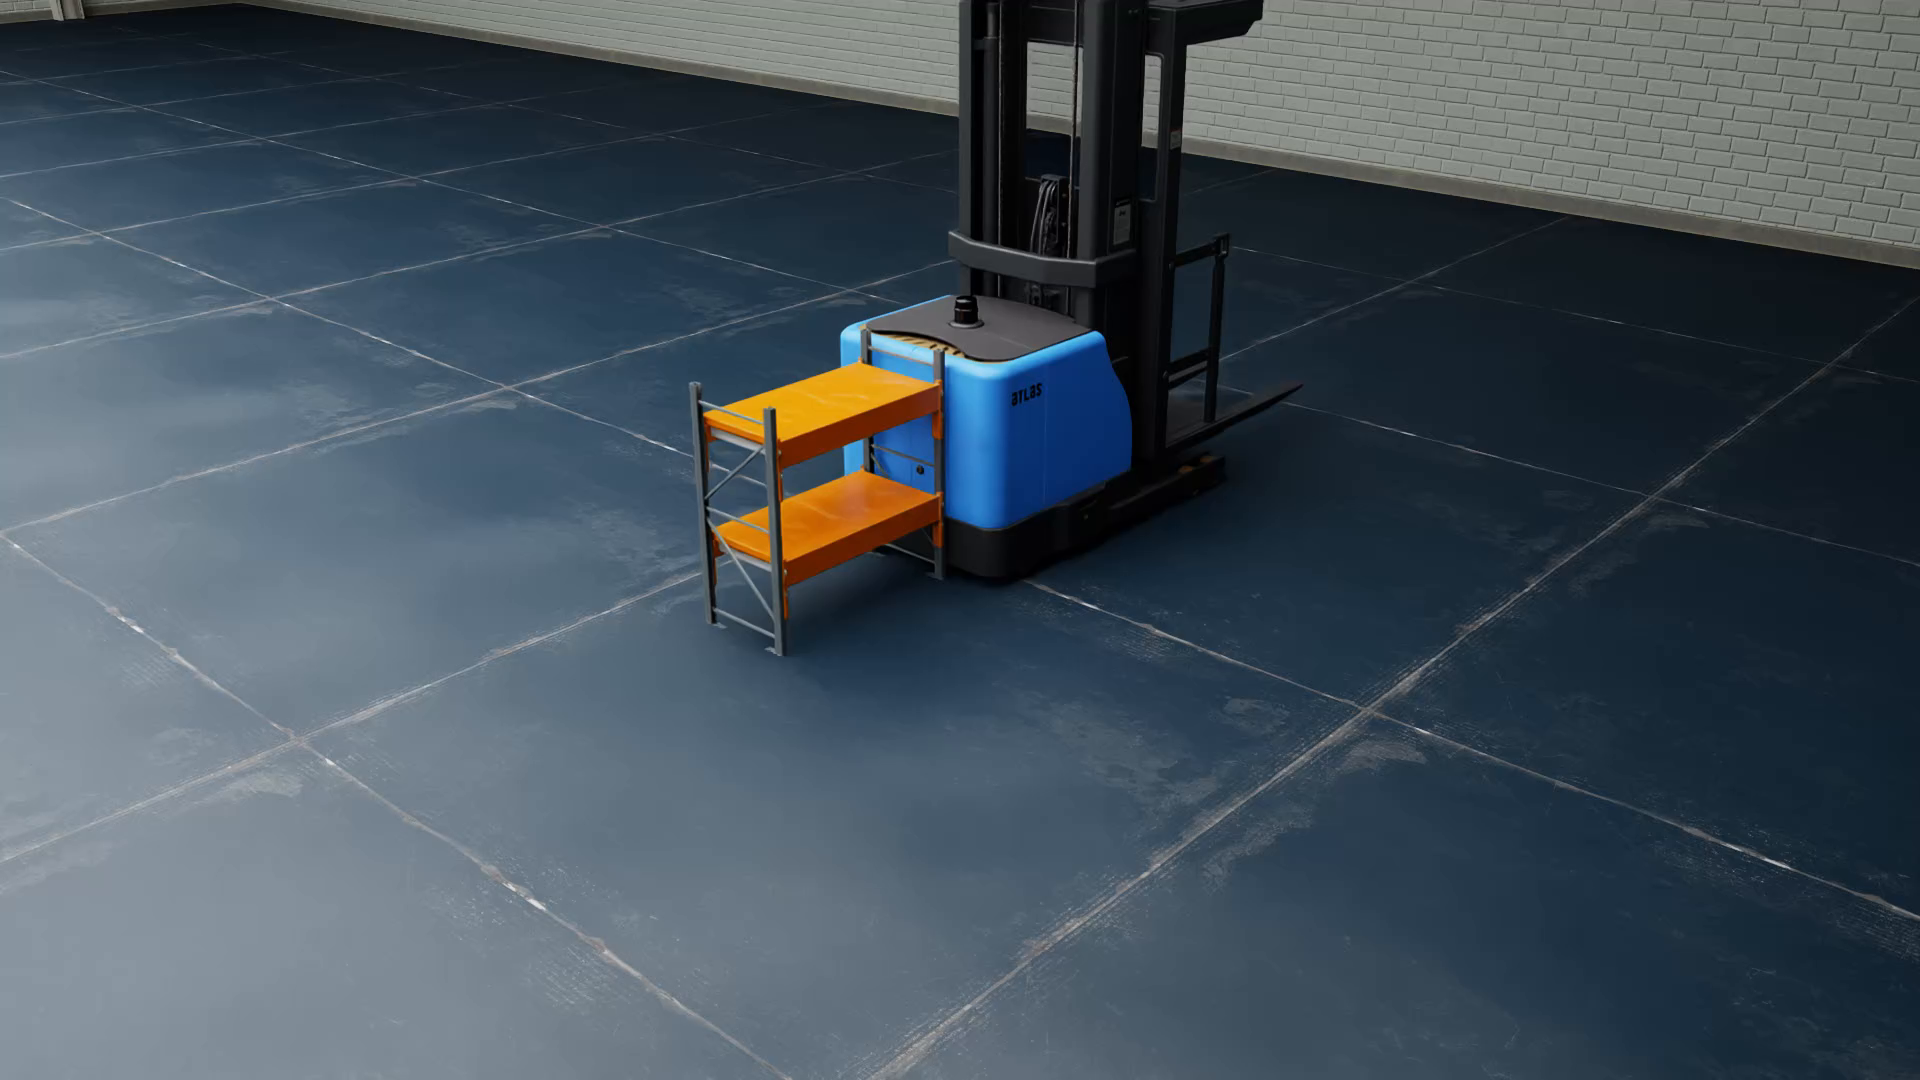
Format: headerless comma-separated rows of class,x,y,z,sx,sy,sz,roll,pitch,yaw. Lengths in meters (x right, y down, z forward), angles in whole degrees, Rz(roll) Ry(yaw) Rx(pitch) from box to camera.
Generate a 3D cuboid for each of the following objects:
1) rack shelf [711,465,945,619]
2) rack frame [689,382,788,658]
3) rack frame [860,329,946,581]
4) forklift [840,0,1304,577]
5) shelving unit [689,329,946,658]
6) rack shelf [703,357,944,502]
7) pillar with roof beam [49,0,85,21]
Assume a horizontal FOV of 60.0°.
rack shelf,-0.601,-0.012,7.500,0.538,0.278,1.000,20,31,37
rack frame,-0.937,-0.080,7.053,0.500,1.125,0.032,20,31,37
rack frame,-0.264,-0.391,7.748,0.500,1.125,0.032,20,31,37
forklift,0.769,-1.686,8.428,1.130,2.935,3.031,20,31,37
shelving unit,-0.601,-0.236,7.400,0.538,1.125,1.048,20,31,37
rack shelf,-0.601,-0.503,7.281,0.538,0.278,1.000,20,31,37
pillar with roof beam,-11.491,-11.531,22.969,9.100,9.000,0.400,20,31,38
